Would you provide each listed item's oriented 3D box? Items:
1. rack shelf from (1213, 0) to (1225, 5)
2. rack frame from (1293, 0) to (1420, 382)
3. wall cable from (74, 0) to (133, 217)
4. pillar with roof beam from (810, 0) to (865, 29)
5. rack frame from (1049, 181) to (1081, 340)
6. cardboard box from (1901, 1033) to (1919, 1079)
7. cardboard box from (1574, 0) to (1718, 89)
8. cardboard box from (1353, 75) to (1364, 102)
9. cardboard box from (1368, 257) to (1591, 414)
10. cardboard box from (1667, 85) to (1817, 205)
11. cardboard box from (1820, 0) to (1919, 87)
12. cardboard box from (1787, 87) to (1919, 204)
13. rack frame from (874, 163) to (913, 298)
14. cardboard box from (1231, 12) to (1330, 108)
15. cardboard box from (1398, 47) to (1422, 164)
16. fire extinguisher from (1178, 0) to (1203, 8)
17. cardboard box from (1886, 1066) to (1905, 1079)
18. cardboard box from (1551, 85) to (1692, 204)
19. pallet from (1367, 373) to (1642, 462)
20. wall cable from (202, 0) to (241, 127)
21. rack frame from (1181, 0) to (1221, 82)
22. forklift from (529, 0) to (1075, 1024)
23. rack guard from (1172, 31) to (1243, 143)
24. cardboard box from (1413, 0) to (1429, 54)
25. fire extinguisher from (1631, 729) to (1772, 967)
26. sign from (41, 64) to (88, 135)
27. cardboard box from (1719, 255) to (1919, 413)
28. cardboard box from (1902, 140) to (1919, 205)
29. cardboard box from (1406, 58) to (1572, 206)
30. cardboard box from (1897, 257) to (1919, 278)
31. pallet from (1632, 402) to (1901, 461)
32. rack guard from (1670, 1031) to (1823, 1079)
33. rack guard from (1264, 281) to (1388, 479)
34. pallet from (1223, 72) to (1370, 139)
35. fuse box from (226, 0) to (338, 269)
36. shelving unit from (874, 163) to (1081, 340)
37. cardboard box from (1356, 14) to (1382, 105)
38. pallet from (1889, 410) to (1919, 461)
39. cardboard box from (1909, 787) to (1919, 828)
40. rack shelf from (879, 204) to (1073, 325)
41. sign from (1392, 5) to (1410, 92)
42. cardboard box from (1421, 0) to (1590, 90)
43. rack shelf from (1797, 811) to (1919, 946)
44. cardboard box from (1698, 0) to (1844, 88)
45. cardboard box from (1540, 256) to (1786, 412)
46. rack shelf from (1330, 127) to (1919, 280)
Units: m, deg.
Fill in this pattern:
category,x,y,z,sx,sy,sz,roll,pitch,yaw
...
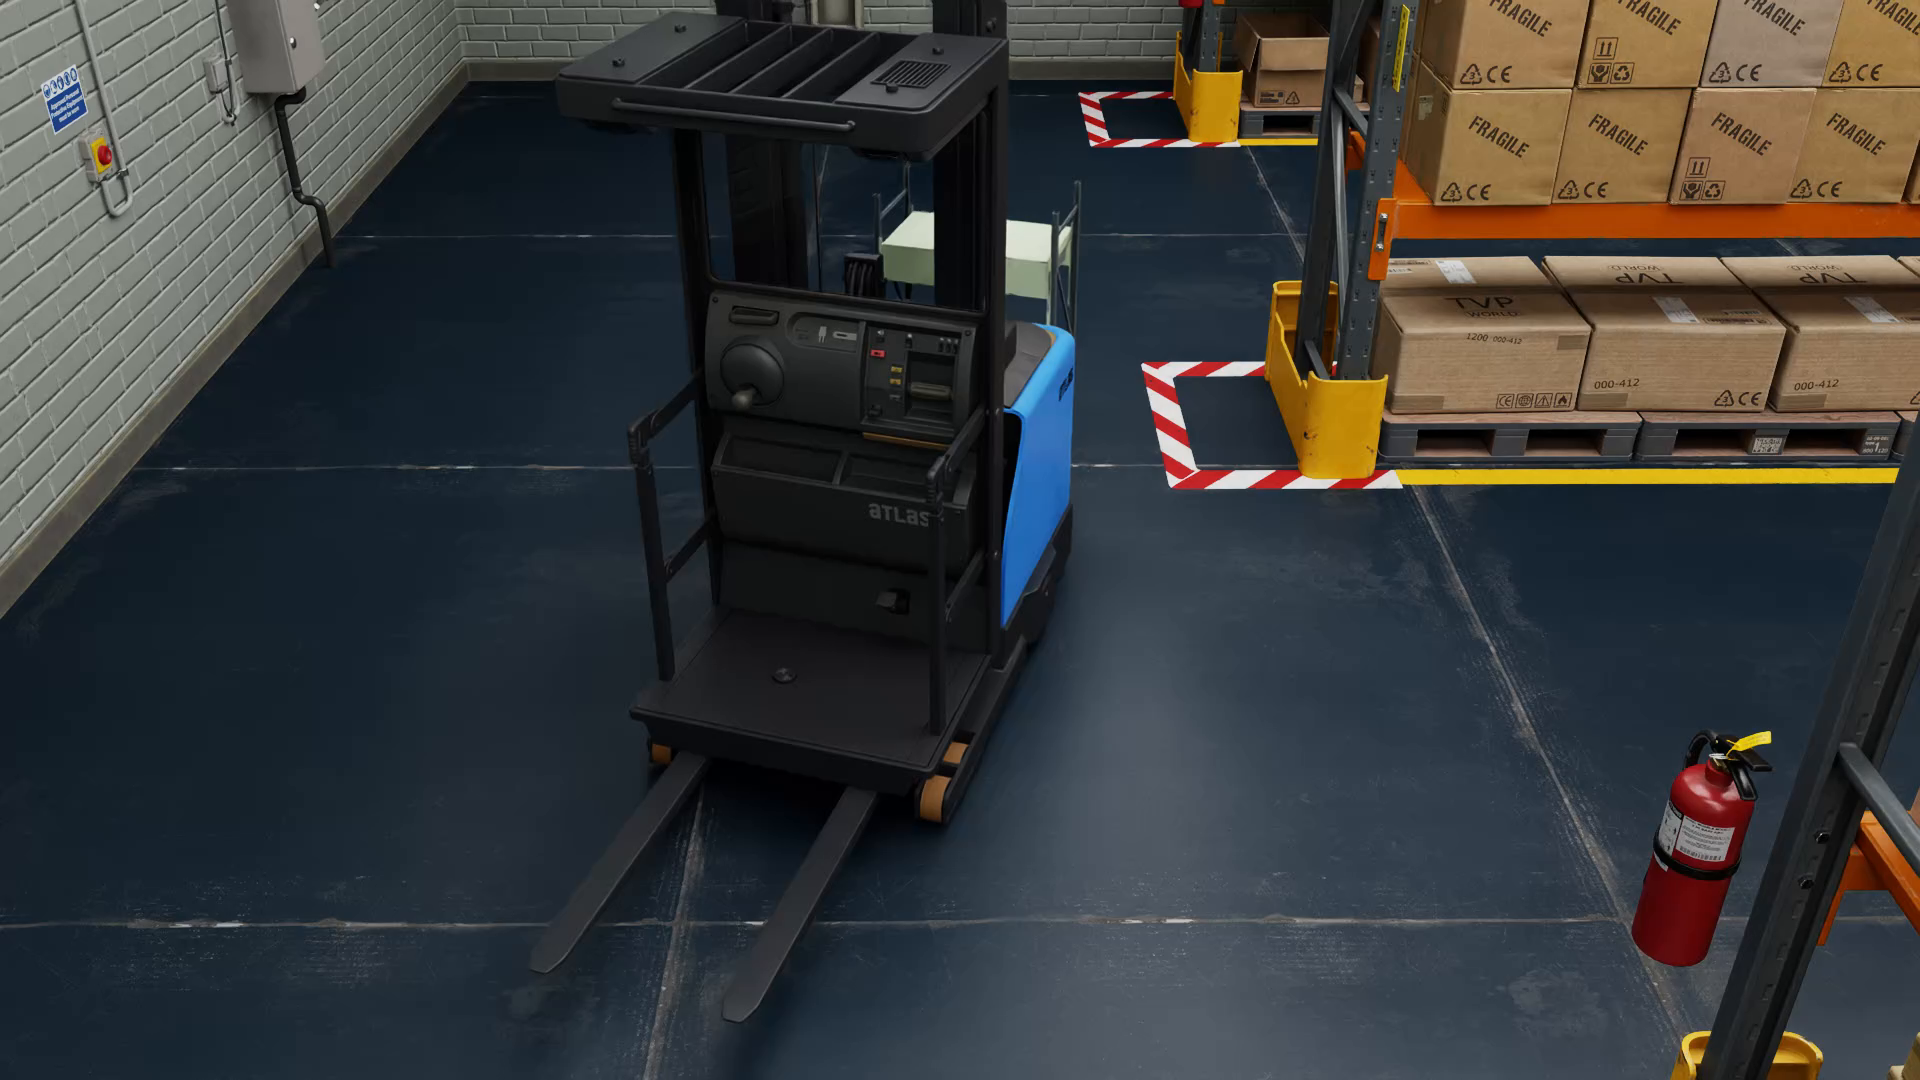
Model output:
category,x,y,z,sx,sy,sz,roll,pitch,yaw
rack shelf,3.749,-4.142,11.879,4.000,0.370,1.077,0,31,0
rack frame,1.782,-1.869,7.438,0.127,3.000,1.000,0,31,0
wall cable,-3.856,-2.287,7.118,0.123,1.953,0.585,0,31,0
pillar with roof beam,-0.927,-5.234,7.202,0.400,9.000,9.100,0,31,0
rack frame,0.425,-0.721,6.993,0.023,1.500,0.400,9,32,15
cardboard box,2.441,1.350,3.903,0.250,0.149,0.380,0,31,0
cardboard box,2.781,-2.198,6.921,0.500,0.500,0.500,-1,31,-2
cardboard box,2.786,-3.338,12.204,0.250,0.149,0.380,-1,31,-2
cardboard box,2.442,-1.007,8.083,0.875,0.438,0.875,-1,31,-2
cardboard box,3.279,-1.772,7.183,0.500,0.500,0.500,0,31,-1
cardboard box,3.794,-2.206,6.933,0.500,0.500,0.500,0,31,0
cardboard box,3.779,-1.783,7.200,0.500,0.500,0.500,1,31,1
rack frame,-0.274,-0.833,7.177,0.023,1.500,0.400,9,32,15
cardboard box,2.361,-3.508,12.143,0.637,0.503,0.797,-1,31,-2
cardboard box,2.263,-2.050,7.641,0.500,0.500,0.500,0,31,0
fire extinguisher,1.605,-4.011,11.403,0.183,0.674,0.296,0,31,0
cardboard box,2.439,1.461,4.007,0.250,0.149,0.380,-1,31,-2
cardboard box,2.770,-1.780,7.196,0.500,0.500,0.500,-1,31,-1
pallet,2.582,-0.720,8.233,1.213,0.211,1.003,0,31,0
wall cable,-3.876,-3.009,8.338,0.122,1.984,0.588,0,31,0
rack frame,1.749,-4.443,11.682,0.127,3.000,1.000,0,31,0
forklift,-0.464,-0.523,5.287,1.130,2.935,3.031,9,32,15
rack guard,1.825,-3.375,12.331,0.348,0.500,1.175,0,31,0
cardboard box,2.263,-2.464,7.359,0.500,0.500,0.500,1,31,1
fire extinguisher,1.659,0.652,3.717,0.183,0.674,0.296,0,31,0
sign,-3.917,-1.929,7.278,0.001,0.218,0.327,0,31,0
cardboard box,4.259,-1.016,8.098,0.875,0.438,0.875,-1,31,-2
cardboard box,4.303,-1.776,7.190,0.500,0.500,0.500,-1,31,-1
cardboard box,2.264,-1.764,7.169,0.500,0.500,0.500,0,31,-1
cardboard box,5.154,-1.019,8.103,0.875,0.438,0.875,-1,31,-1
pallet,3.798,-0.722,8.236,1.213,0.211,1.003,0,31,0
rack guard,1.989,1.767,3.856,0.348,0.500,1.175,0,31,0
rack guard,1.758,-0.800,8.087,0.348,0.500,1.175,0,31,0
pallet,2.622,-3.254,12.411,1.213,0.211,1.003,0,31,0
fuse box,-3.723,-2.378,9.520,0.414,1.711,0.539,0,31,0
shelving unit,0.076,-0.777,7.085,0.755,1.500,0.431,9,32,15
cardboard box,3.216,-3.490,12.115,0.500,0.500,0.700,1,31,2
pallet,5.022,-0.727,8.245,1.213,0.211,1.003,0,31,0
cardboard box,2.238,0.658,3.515,0.250,0.149,0.380,0,31,0
rack shelf,0.076,-1.111,6.883,0.720,0.370,0.431,9,32,15
sign,1.780,-1.985,6.719,0.005,0.325,0.100,0,31,0
cardboard box,2.264,-2.193,6.912,0.500,0.500,0.500,-1,31,-1
rack shelf,3.913,1.000,3.404,4.000,0.370,1.077,0,31,0
cardboard box,3.296,-2.204,6.930,0.500,0.500,0.500,0,31,-1
cardboard box,3.357,-1.014,8.095,0.875,0.438,0.875,1,31,1
rack shelf,3.782,-1.567,7.635,4.000,0.370,1.077,0,31,0
